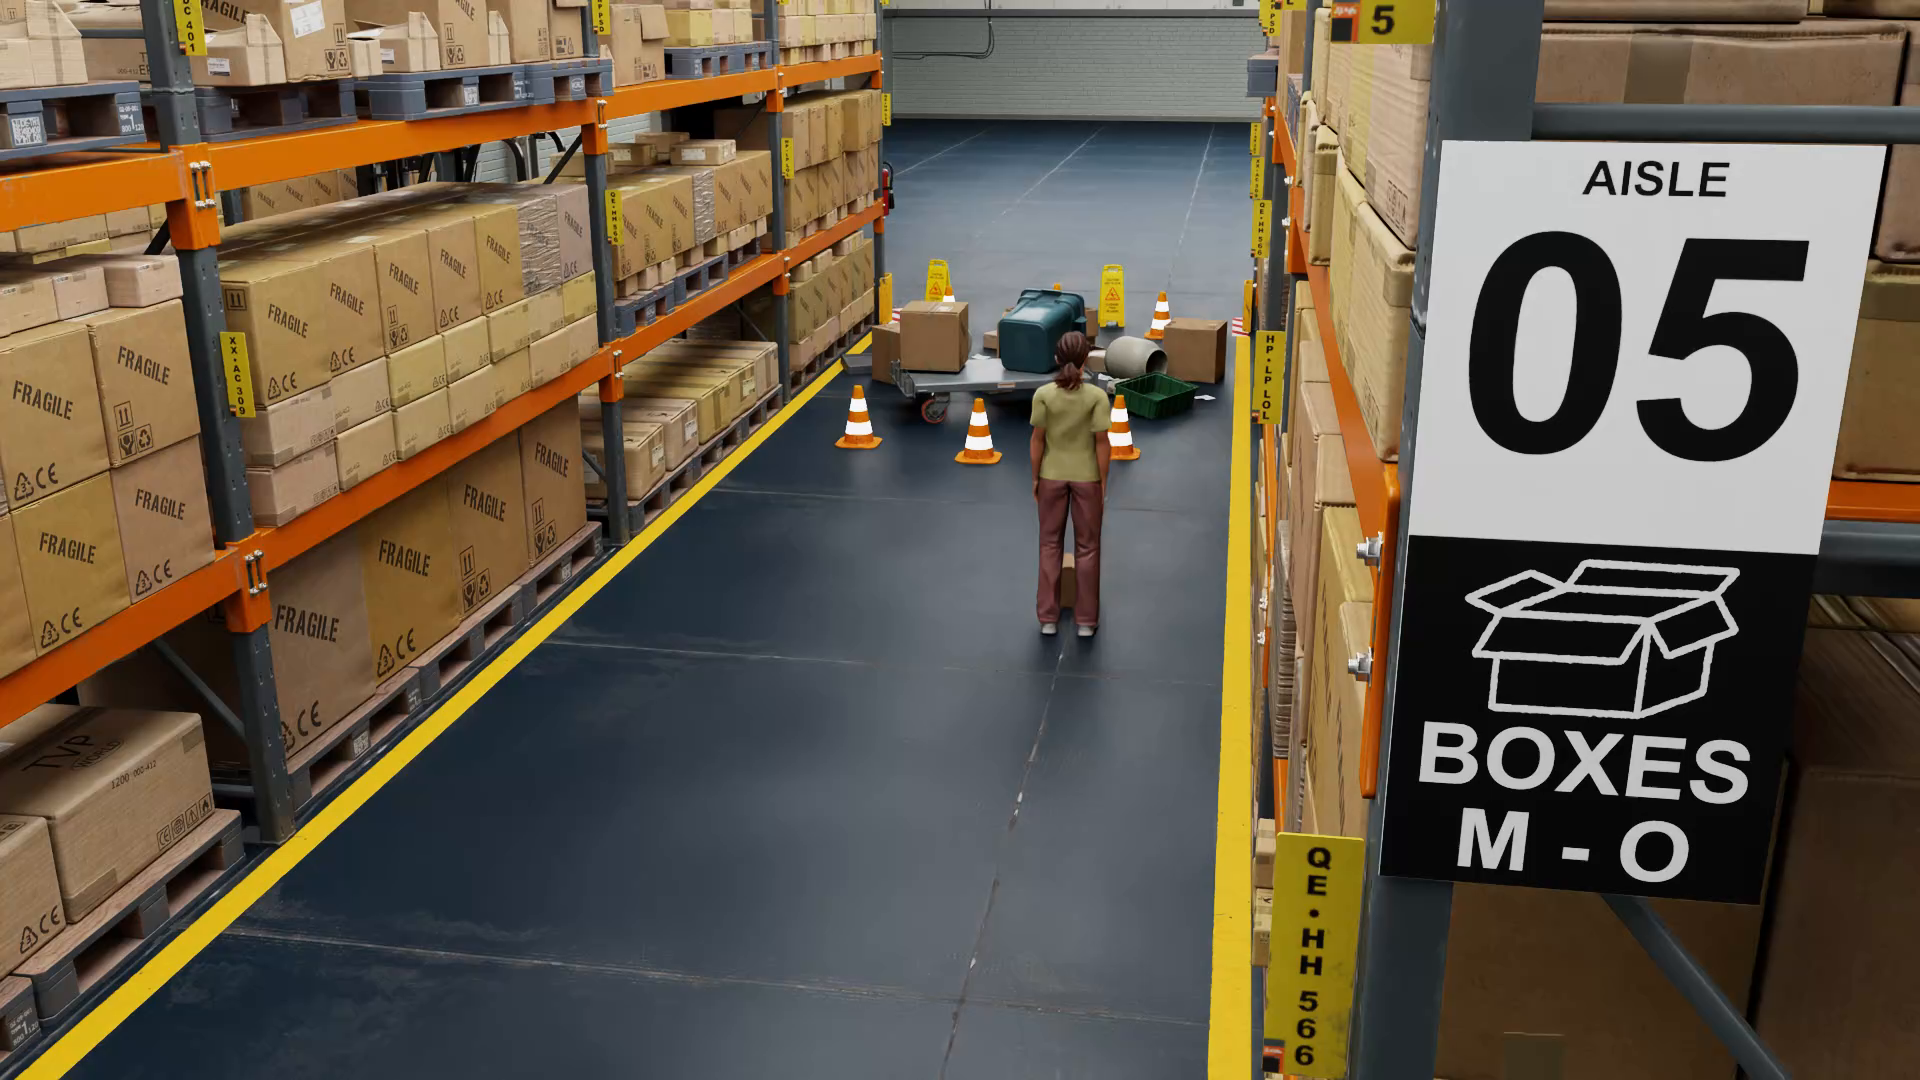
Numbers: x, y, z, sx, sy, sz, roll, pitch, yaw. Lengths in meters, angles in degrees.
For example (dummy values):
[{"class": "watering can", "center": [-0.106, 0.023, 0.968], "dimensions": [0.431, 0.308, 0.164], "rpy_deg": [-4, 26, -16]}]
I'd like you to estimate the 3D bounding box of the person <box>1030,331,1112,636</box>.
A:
[{"class": "person", "center": [0.596, -0.298, 8.964], "dimensions": [0.441, 1.677, 0.383], "rpy_deg": [3, 18, 10]}]
